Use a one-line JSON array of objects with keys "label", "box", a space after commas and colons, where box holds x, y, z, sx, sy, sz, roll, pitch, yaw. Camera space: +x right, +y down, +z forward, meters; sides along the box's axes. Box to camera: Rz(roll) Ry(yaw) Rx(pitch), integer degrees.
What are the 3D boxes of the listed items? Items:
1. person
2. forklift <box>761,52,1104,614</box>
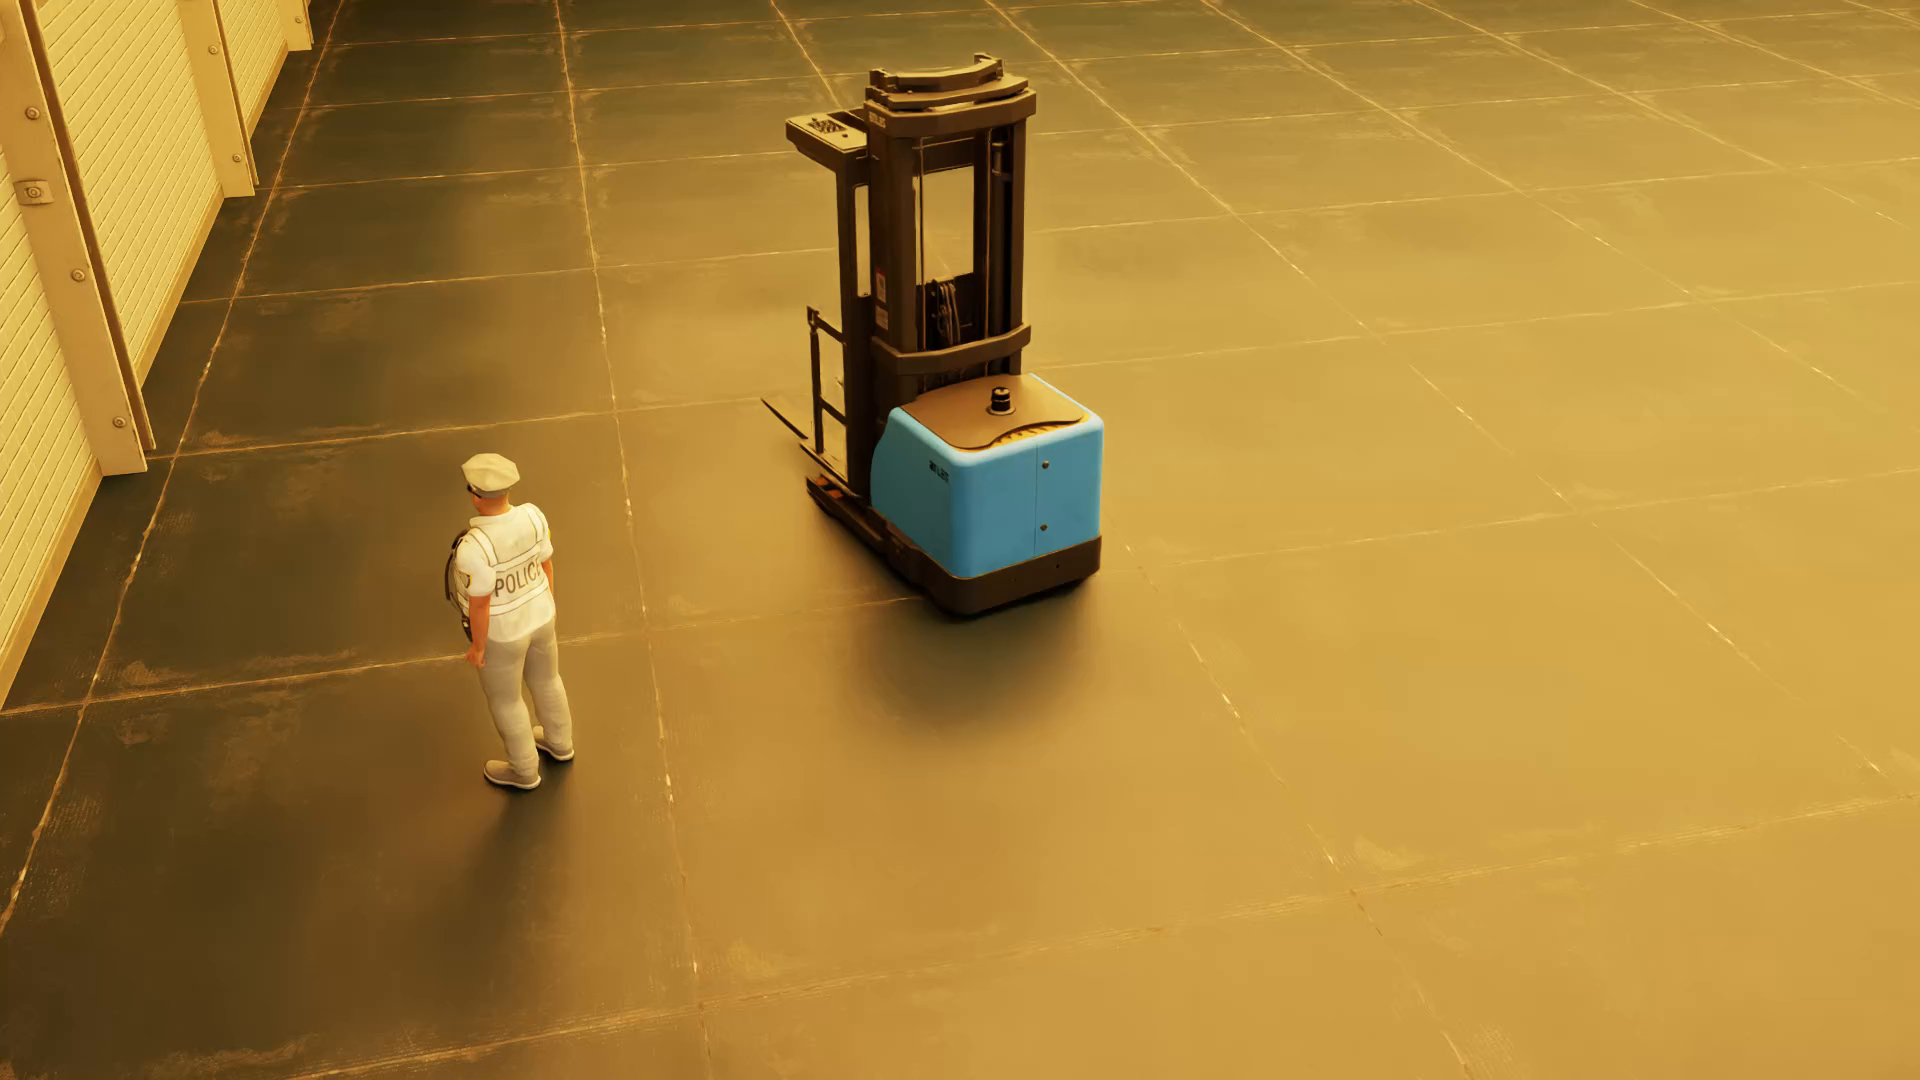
[{"label": "person", "box": [-2.182, 0.395, 8.050, 0.396, 1.774, 0.523, 18, 35, 28]}, {"label": "forklift", "box": [-0.348, -1.540, 10.235, 1.130, 2.935, 3.031, -17, 34, -27]}]
